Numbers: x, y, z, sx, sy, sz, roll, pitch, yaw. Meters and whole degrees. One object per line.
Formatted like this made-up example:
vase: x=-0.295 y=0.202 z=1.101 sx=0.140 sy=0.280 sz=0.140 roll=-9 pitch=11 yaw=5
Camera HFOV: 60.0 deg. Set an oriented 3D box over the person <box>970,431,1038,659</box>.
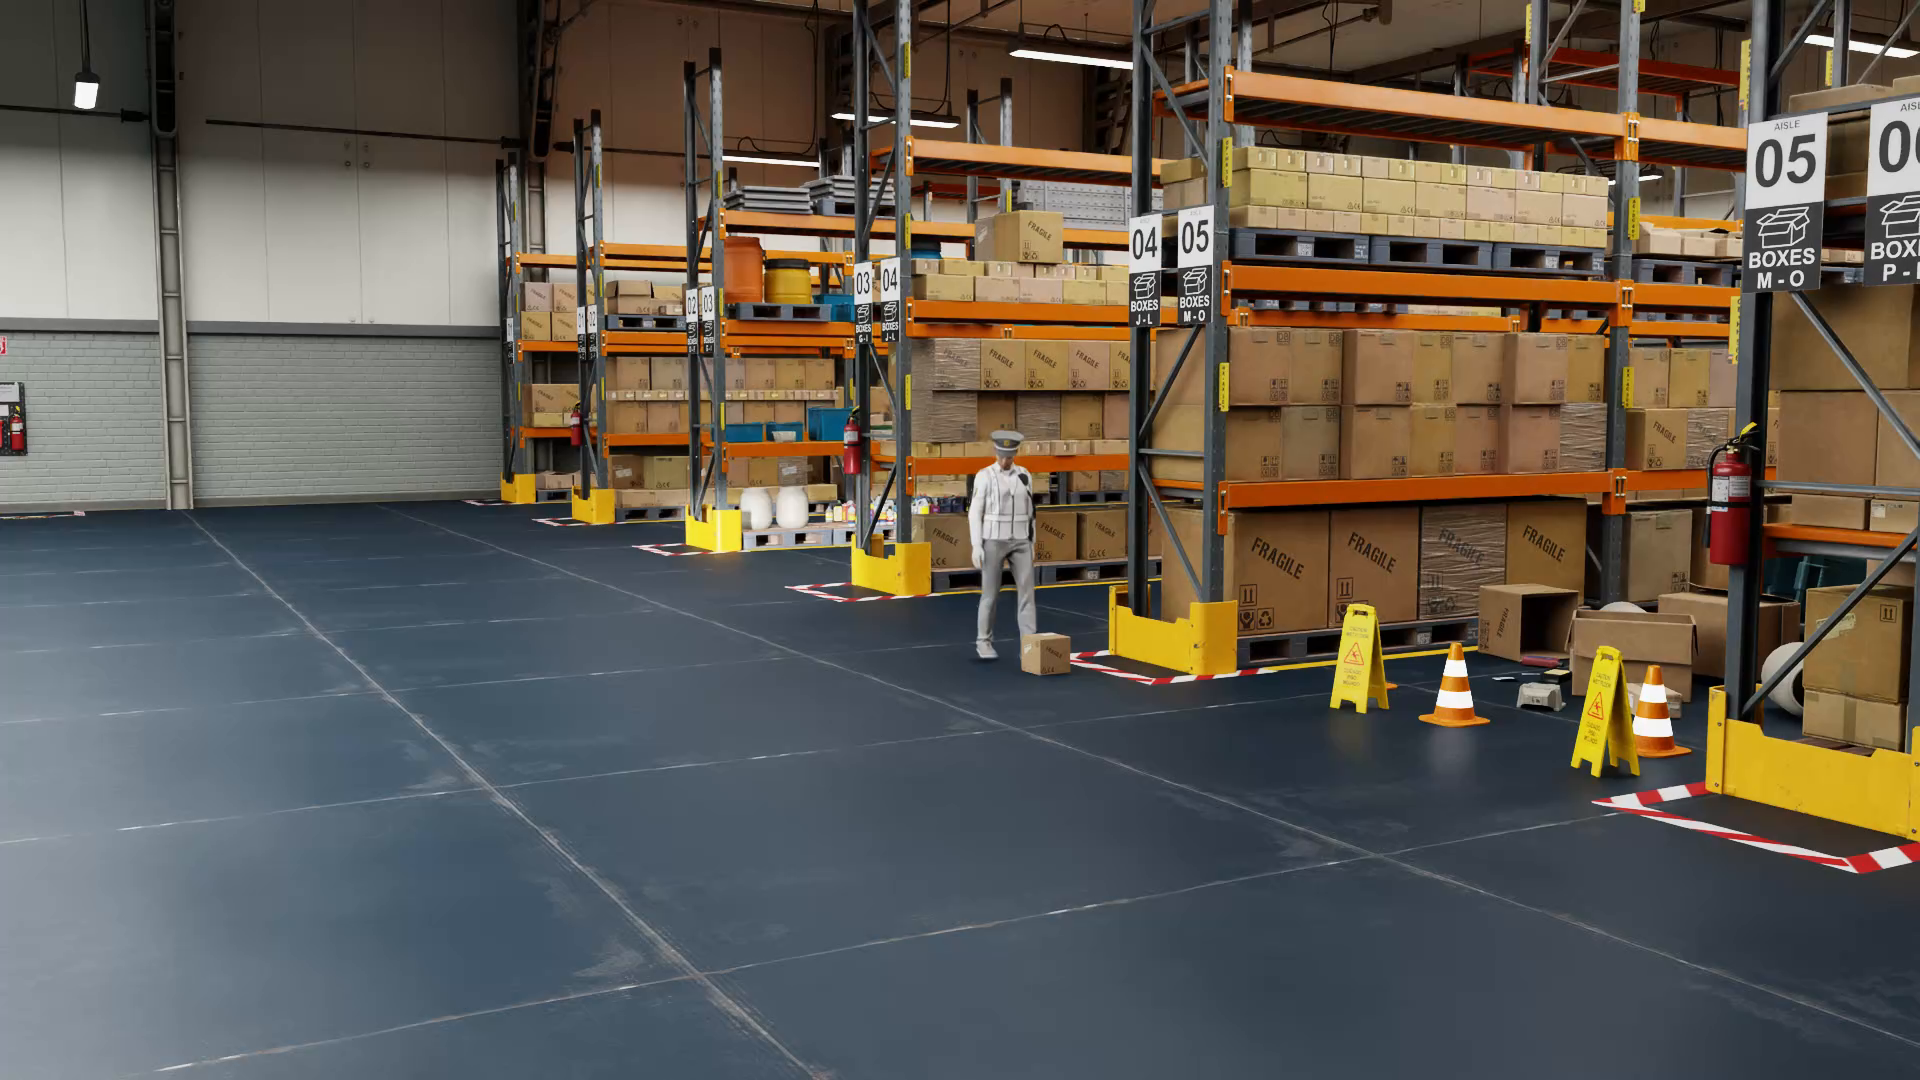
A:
person: x=0.364 y=0.049 z=11.836 sx=0.519 sy=1.646 sz=0.708 roll=-2 pitch=6 yaw=-22
